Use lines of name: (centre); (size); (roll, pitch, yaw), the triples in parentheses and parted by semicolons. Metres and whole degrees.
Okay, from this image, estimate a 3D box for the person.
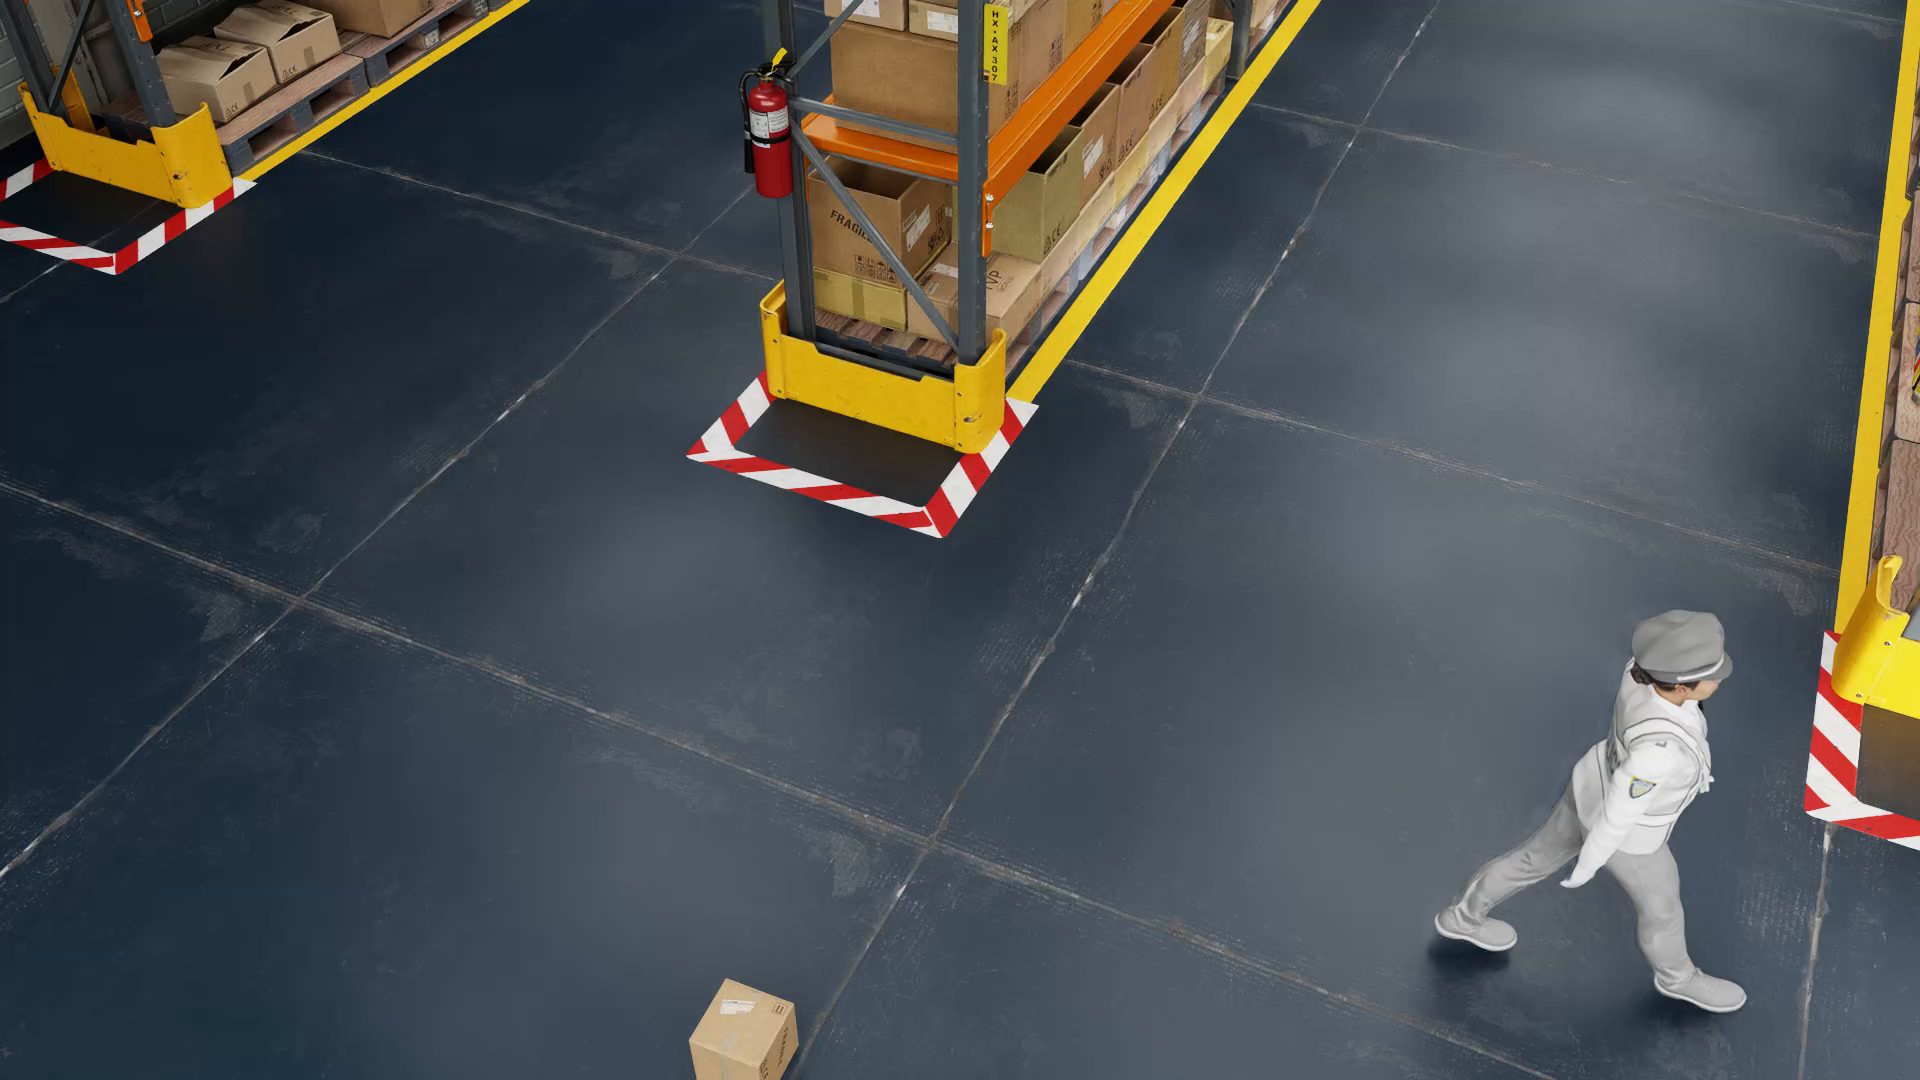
person: (2.152, 0.834, 5.199); (1.003, 1.626, 0.503); (5, 42, 5)
